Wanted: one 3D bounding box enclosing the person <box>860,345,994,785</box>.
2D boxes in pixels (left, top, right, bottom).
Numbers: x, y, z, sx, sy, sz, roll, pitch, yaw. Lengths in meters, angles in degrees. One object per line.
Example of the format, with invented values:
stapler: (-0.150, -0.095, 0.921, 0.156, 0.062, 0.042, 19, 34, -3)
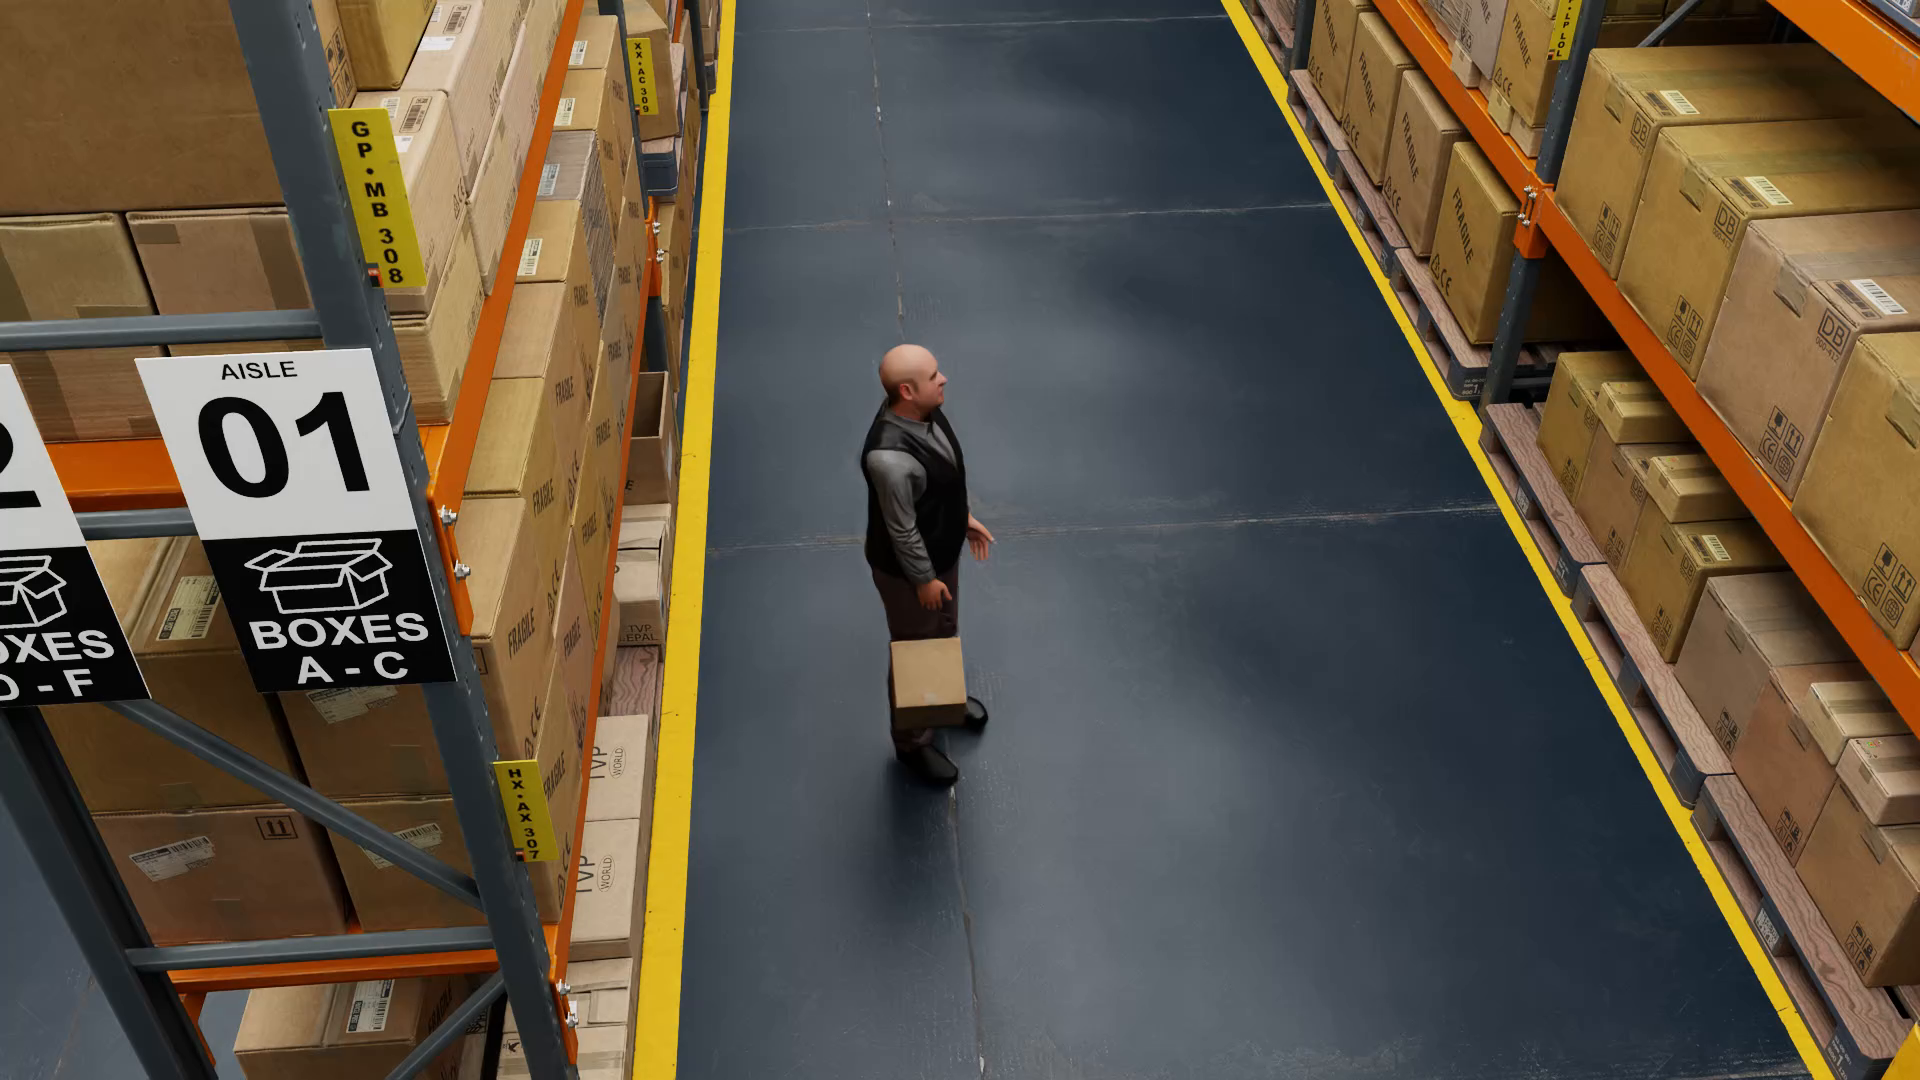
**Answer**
person: (-0.122, 0.076, 6.048, 0.444, 1.733, 0.582, 8, 40, 10)
